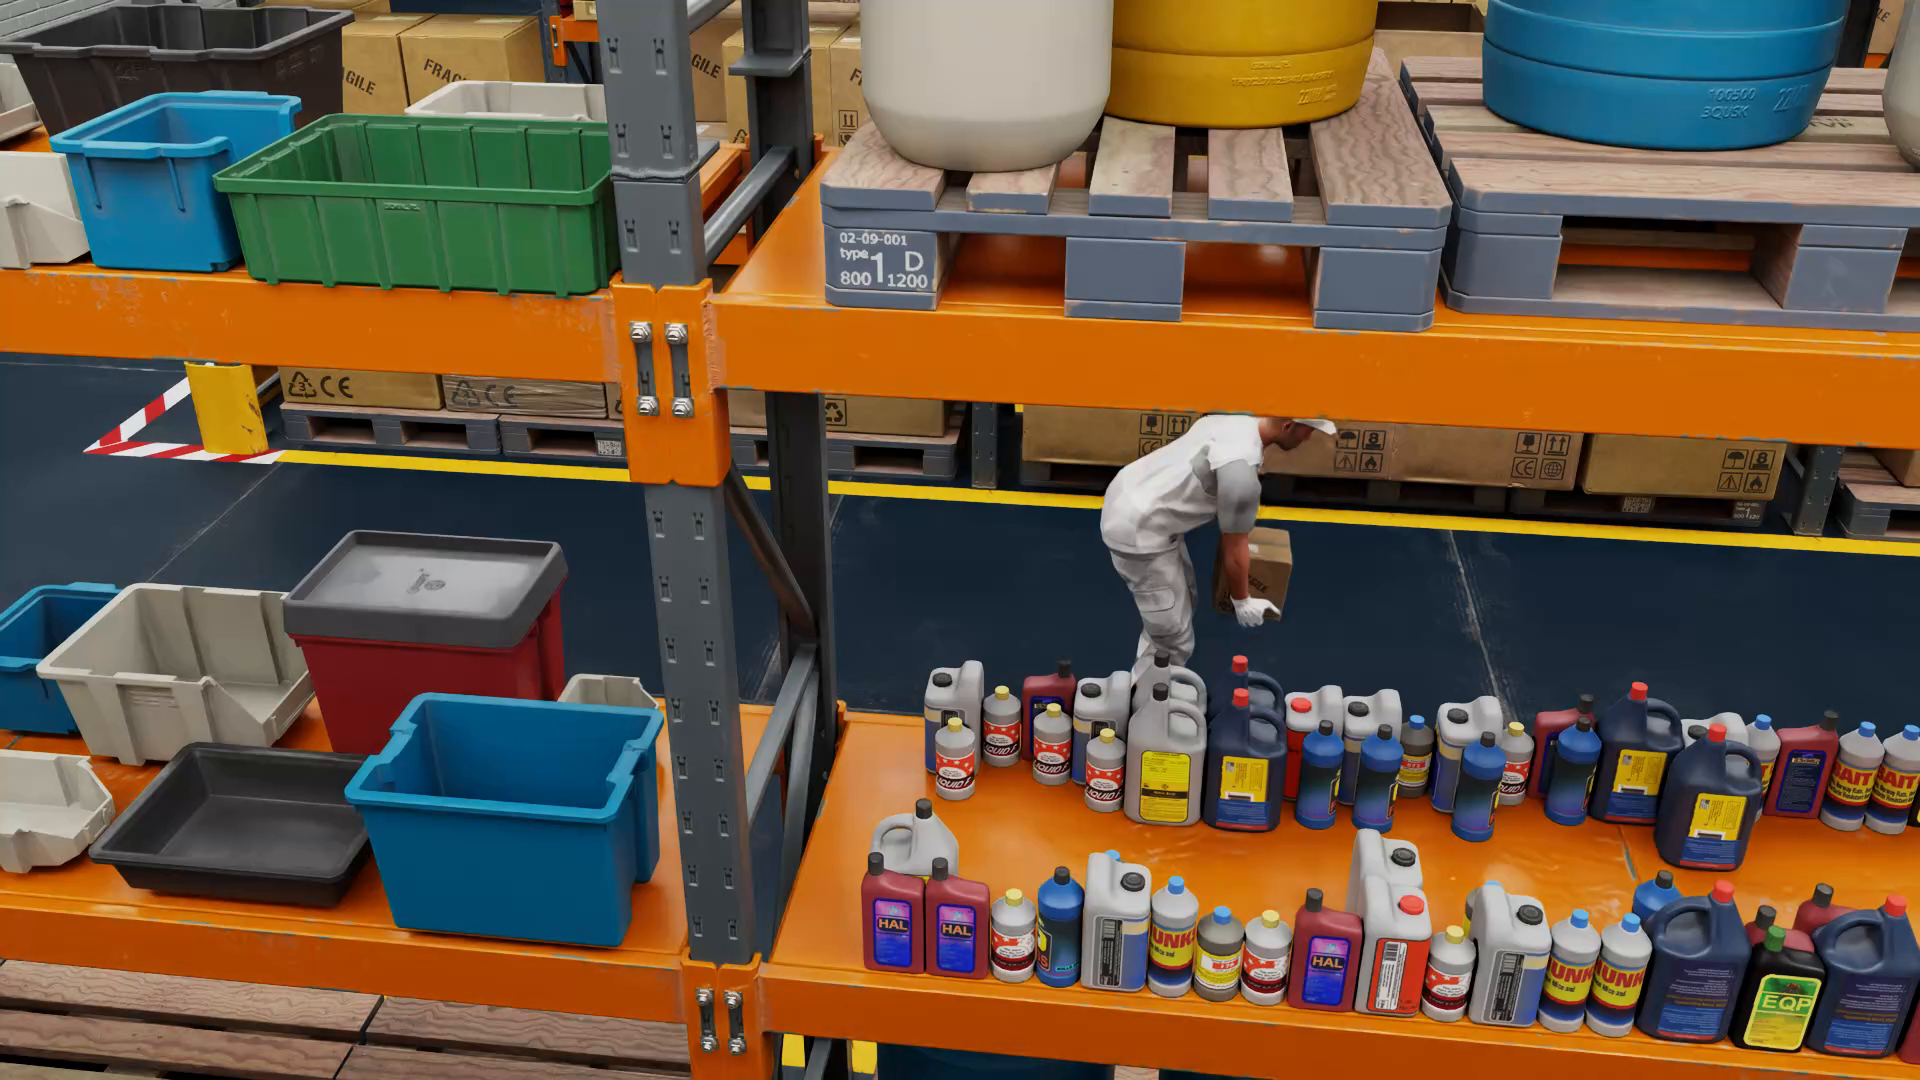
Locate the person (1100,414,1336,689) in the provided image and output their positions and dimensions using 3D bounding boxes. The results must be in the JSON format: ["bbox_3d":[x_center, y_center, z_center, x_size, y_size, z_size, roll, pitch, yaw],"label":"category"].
[{"bbox_3d":[0.930,0.087,6.206,0.822,1.528,0.492,3,28,5],"label":"person"}]
